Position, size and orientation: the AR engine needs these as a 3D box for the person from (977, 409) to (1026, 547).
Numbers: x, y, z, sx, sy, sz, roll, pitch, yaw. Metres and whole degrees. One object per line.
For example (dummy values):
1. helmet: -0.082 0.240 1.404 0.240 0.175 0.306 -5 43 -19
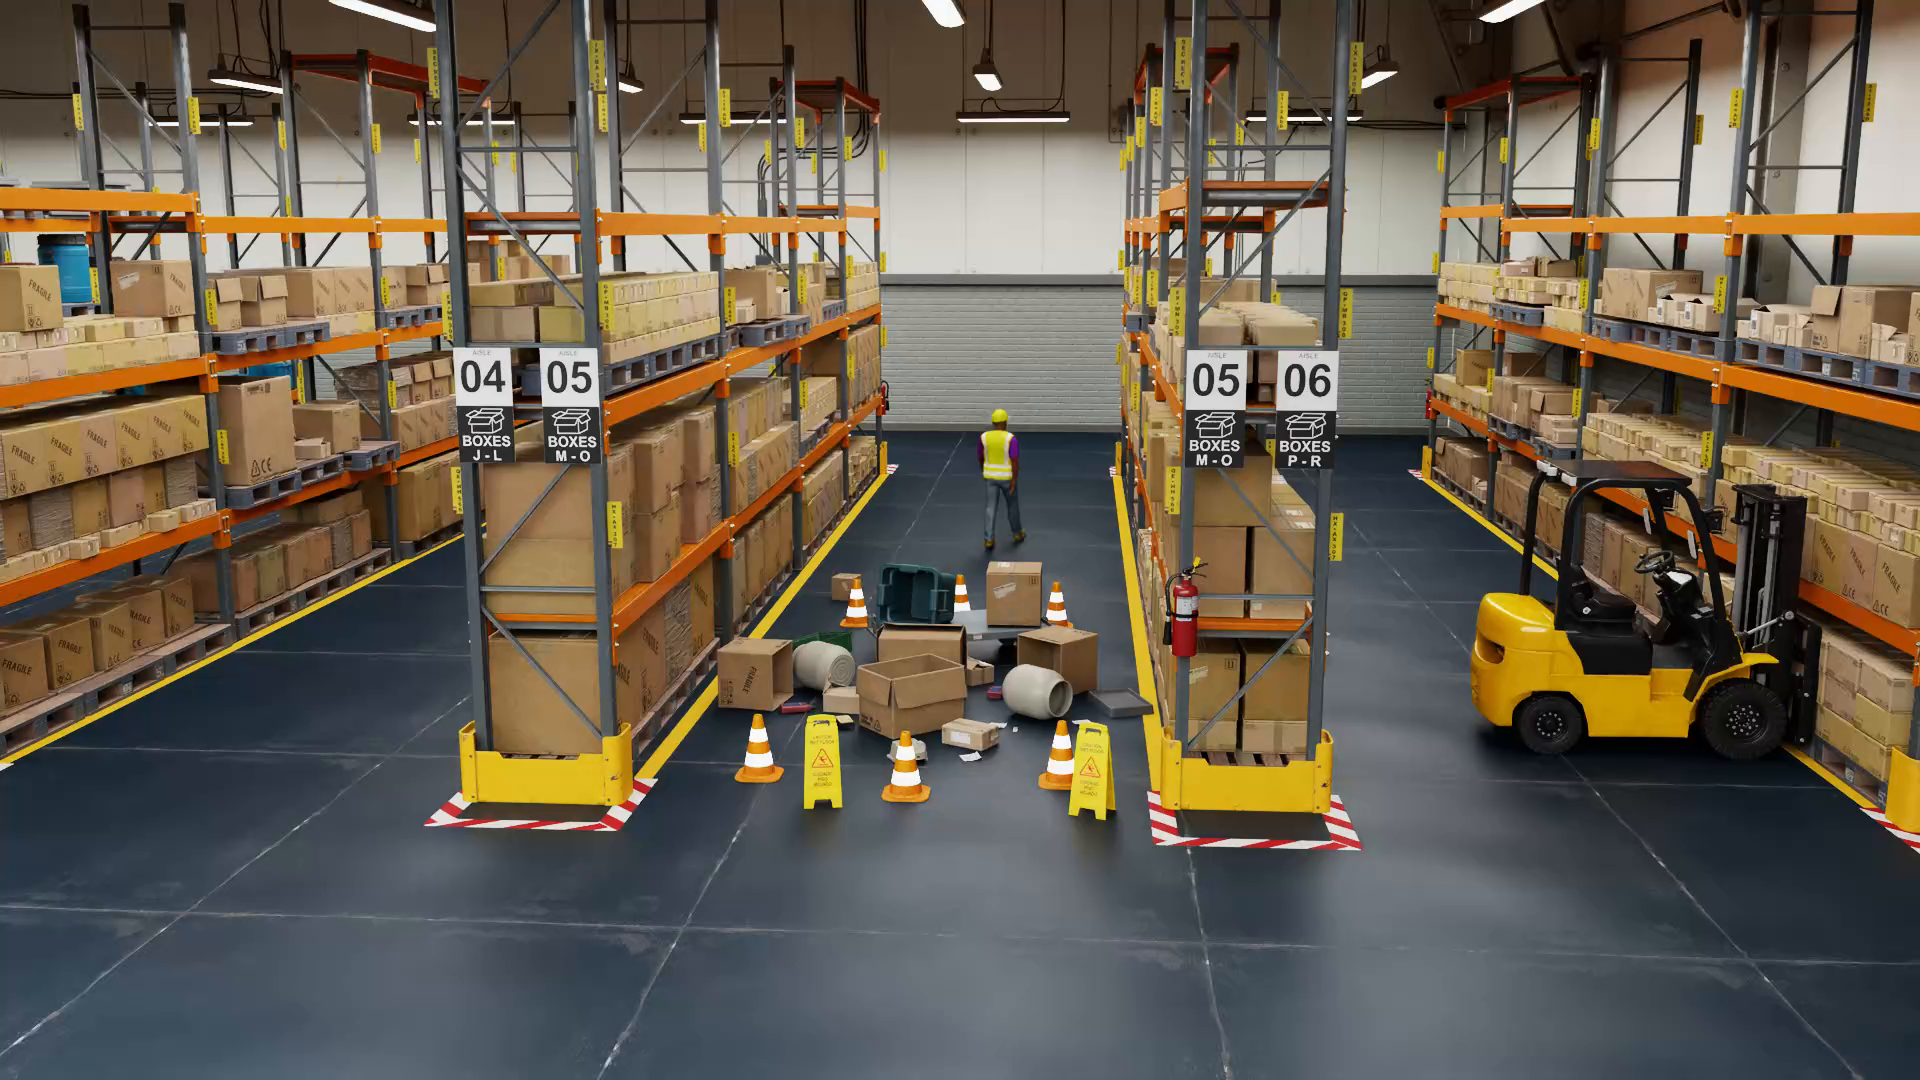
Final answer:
1. person: 0.531 -0.830 21.198 0.582 1.707 1.007 3 11 18
